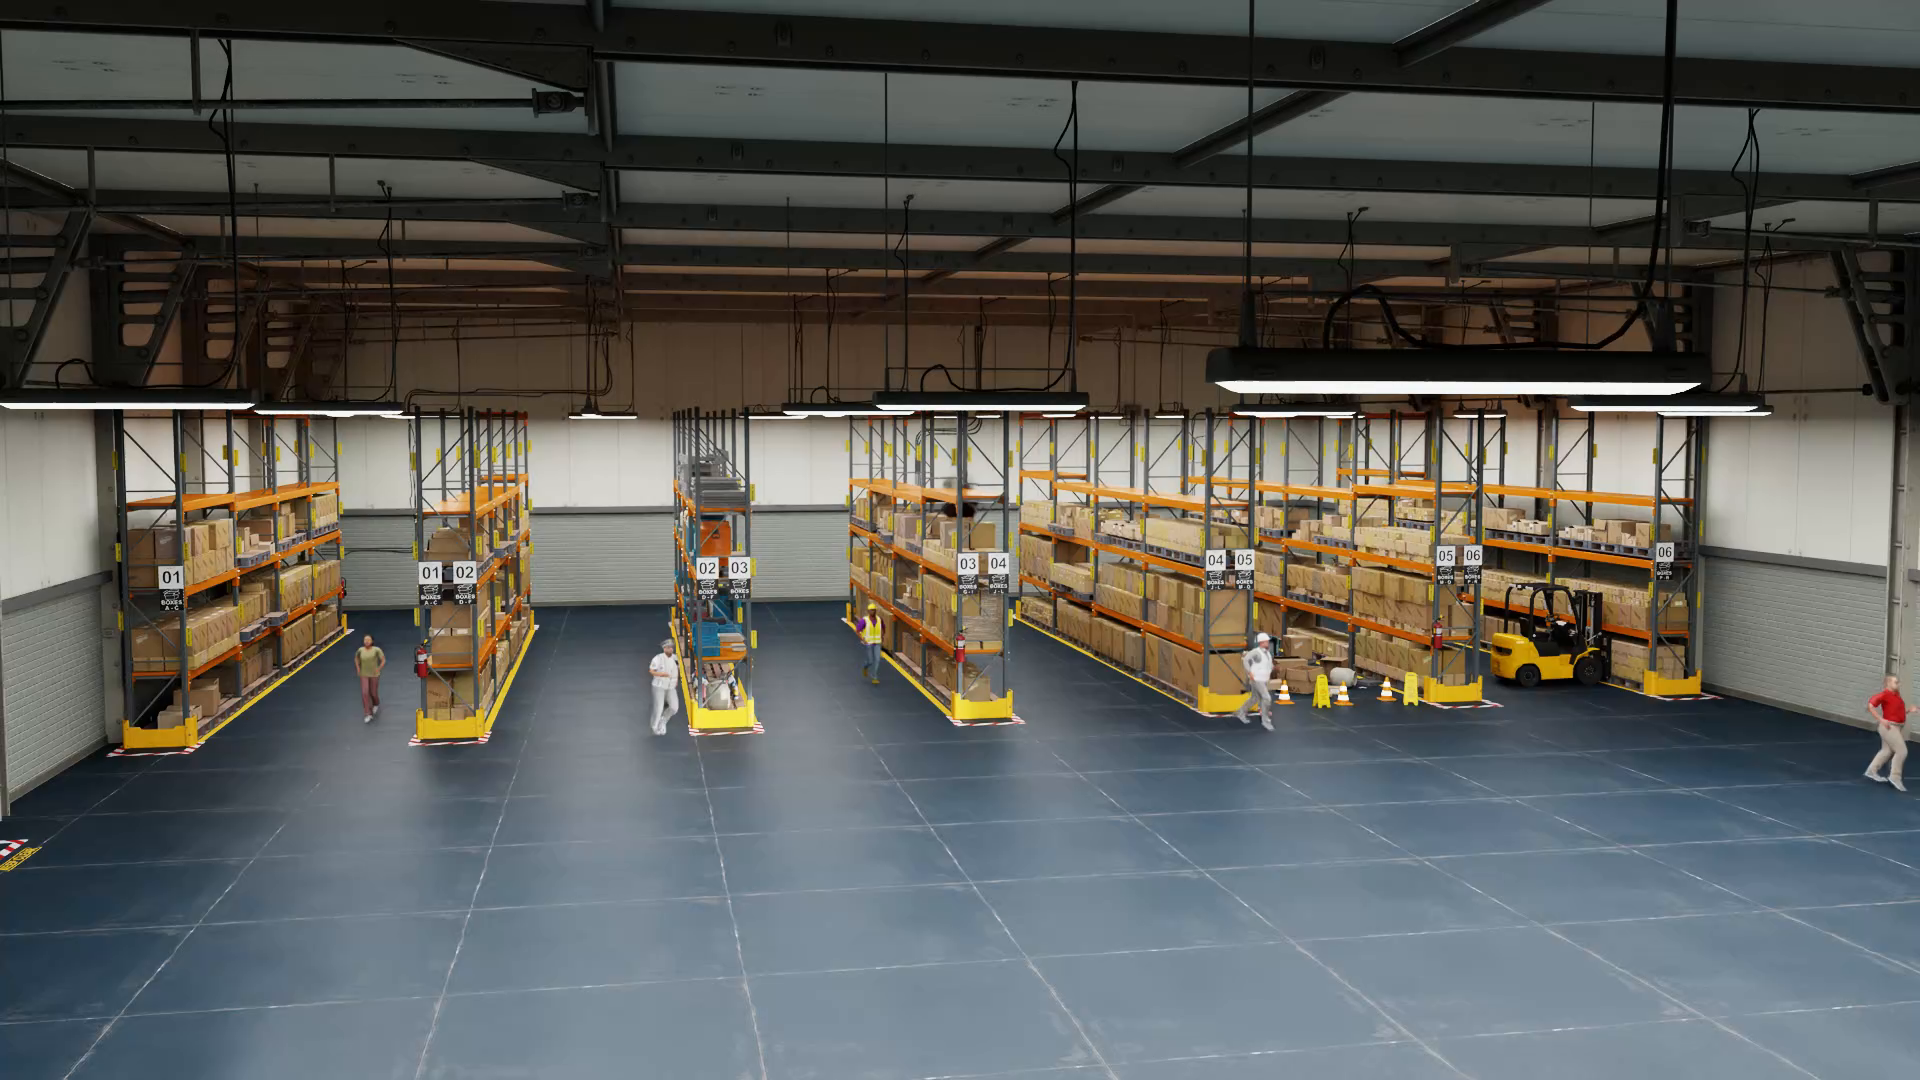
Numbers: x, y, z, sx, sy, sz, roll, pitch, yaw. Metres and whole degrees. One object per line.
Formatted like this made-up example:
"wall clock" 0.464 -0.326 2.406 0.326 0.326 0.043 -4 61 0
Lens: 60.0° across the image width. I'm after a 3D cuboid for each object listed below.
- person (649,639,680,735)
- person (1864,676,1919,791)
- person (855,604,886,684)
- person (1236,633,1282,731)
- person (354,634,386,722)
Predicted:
"person" -5.345 2.696 30.434 0.667 1.769 0.659 -3 5 -37
"person" 14.583 3.020 26.038 0.745 1.798 0.639 4 6 43
"person" -1.925 2.264 36.421 0.718 1.735 0.782 -2 4 -23
"person" 5.577 2.641 31.116 0.903 1.823 0.596 2 5 31
"person" -11.371 2.627 32.060 0.591 1.667 0.850 -1 4 -11
